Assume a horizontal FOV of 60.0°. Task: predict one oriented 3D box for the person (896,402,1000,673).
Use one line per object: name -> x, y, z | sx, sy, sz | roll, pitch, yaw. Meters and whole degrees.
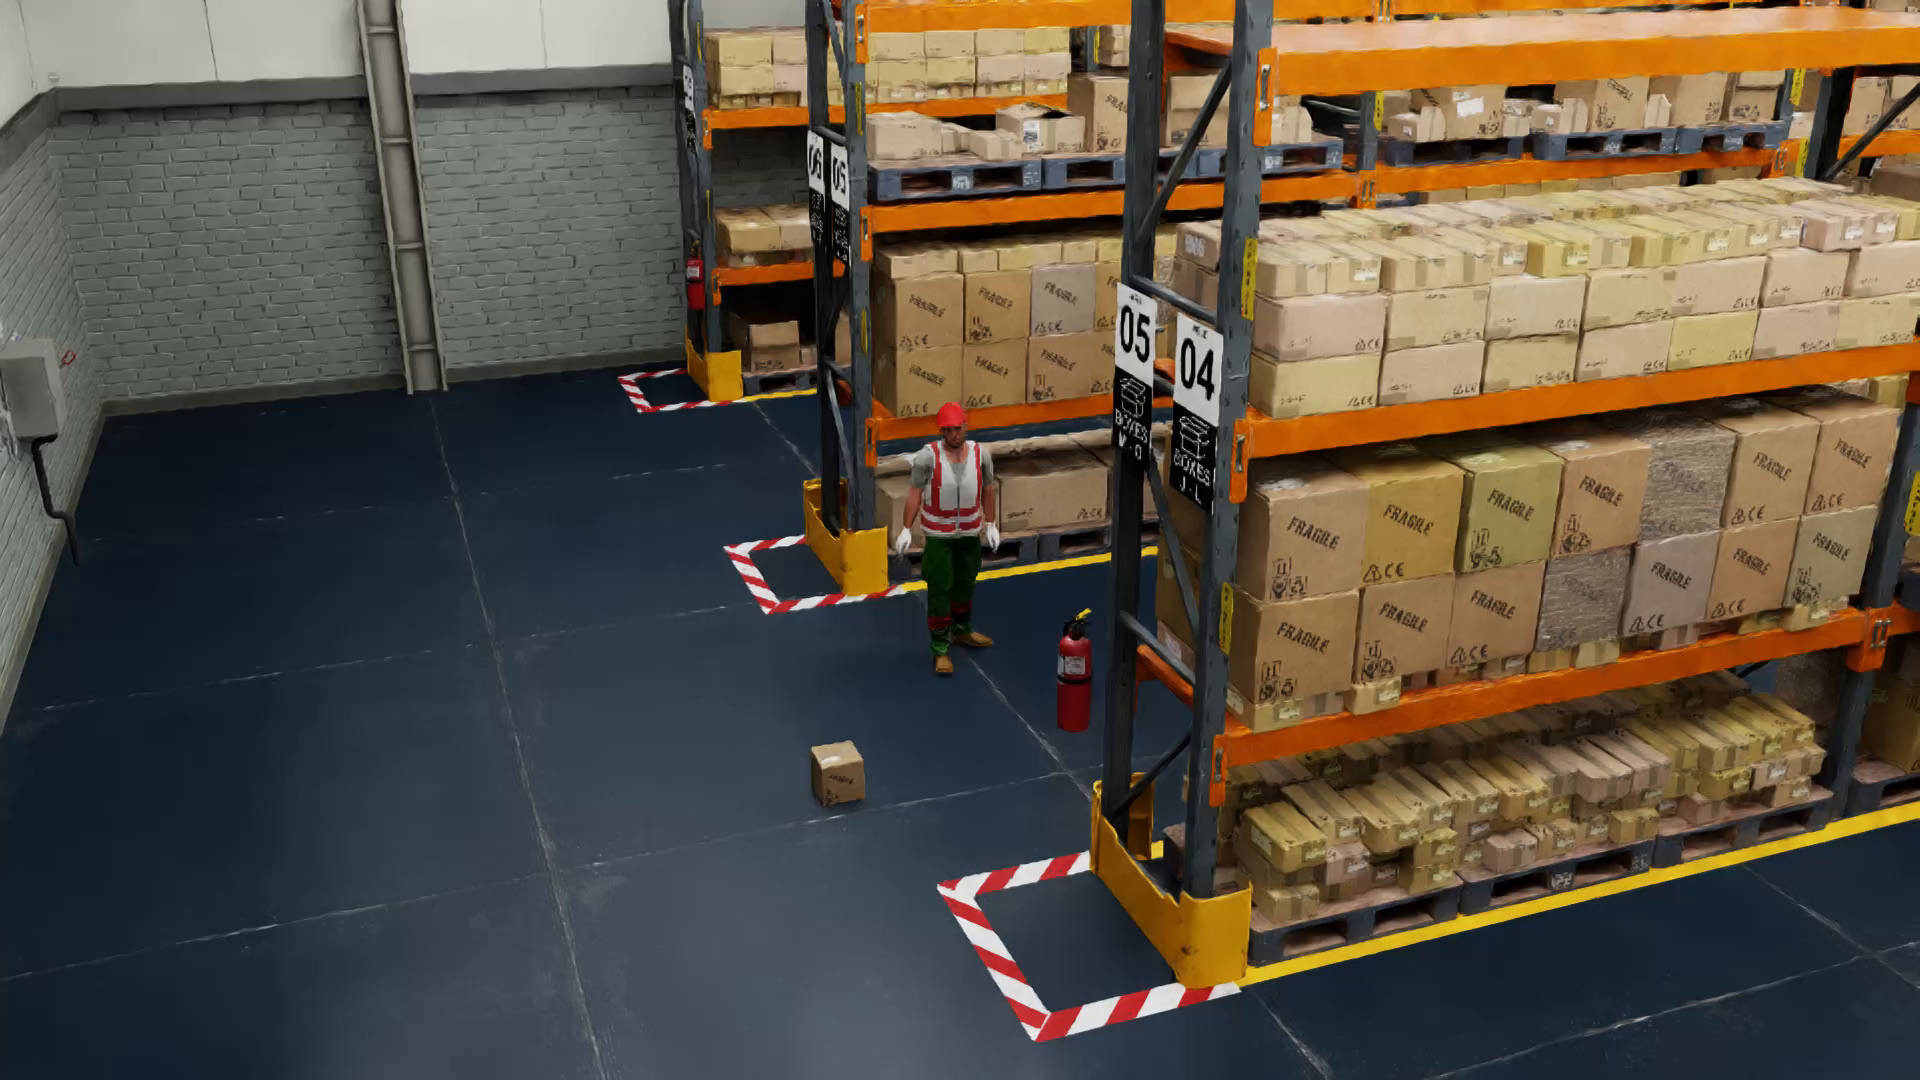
person -> -0.065, -0.029, 10.851 | 0.725, 1.792, 0.575 | -8, 24, -18
